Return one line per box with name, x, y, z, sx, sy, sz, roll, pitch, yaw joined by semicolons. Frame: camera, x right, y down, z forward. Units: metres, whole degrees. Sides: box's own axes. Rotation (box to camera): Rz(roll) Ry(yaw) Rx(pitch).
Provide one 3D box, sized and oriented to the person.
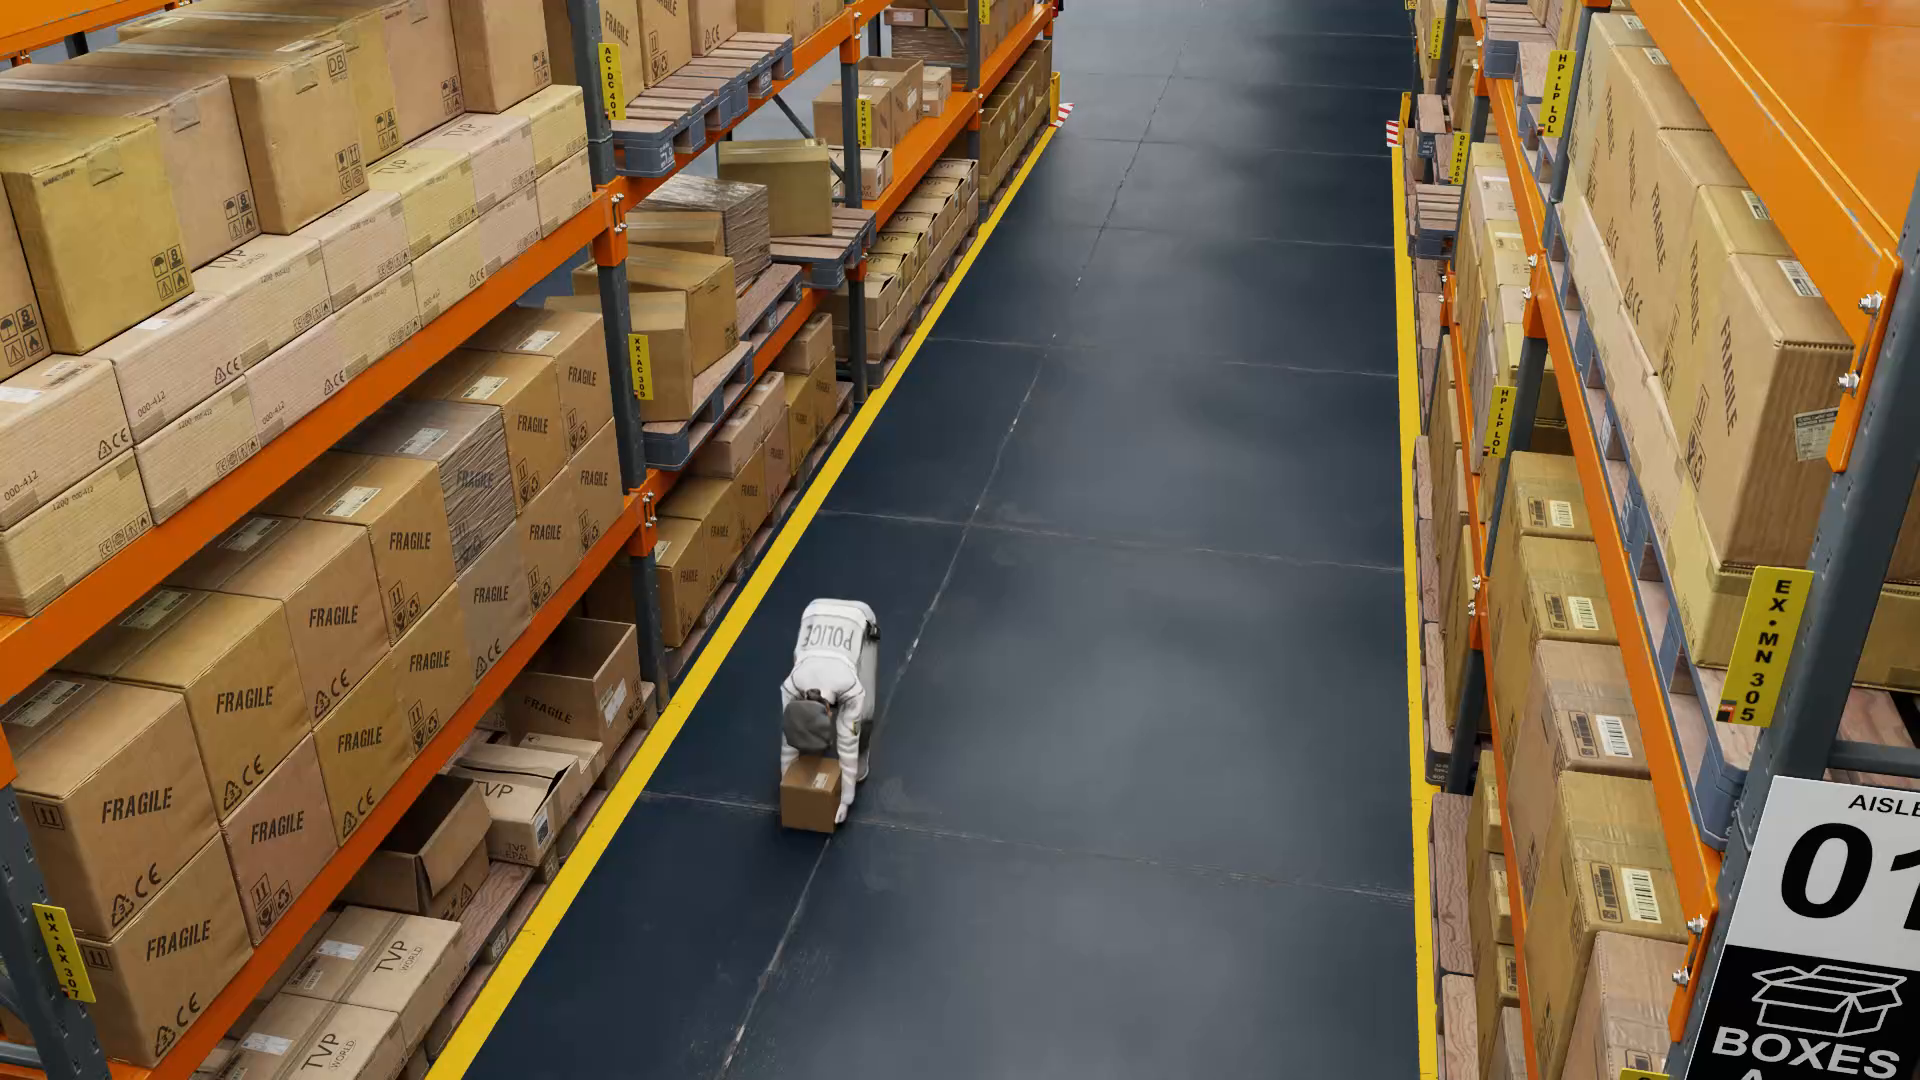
person;-0.632;0.804;7.989;0.451;0.861;0.882;5;29;8
